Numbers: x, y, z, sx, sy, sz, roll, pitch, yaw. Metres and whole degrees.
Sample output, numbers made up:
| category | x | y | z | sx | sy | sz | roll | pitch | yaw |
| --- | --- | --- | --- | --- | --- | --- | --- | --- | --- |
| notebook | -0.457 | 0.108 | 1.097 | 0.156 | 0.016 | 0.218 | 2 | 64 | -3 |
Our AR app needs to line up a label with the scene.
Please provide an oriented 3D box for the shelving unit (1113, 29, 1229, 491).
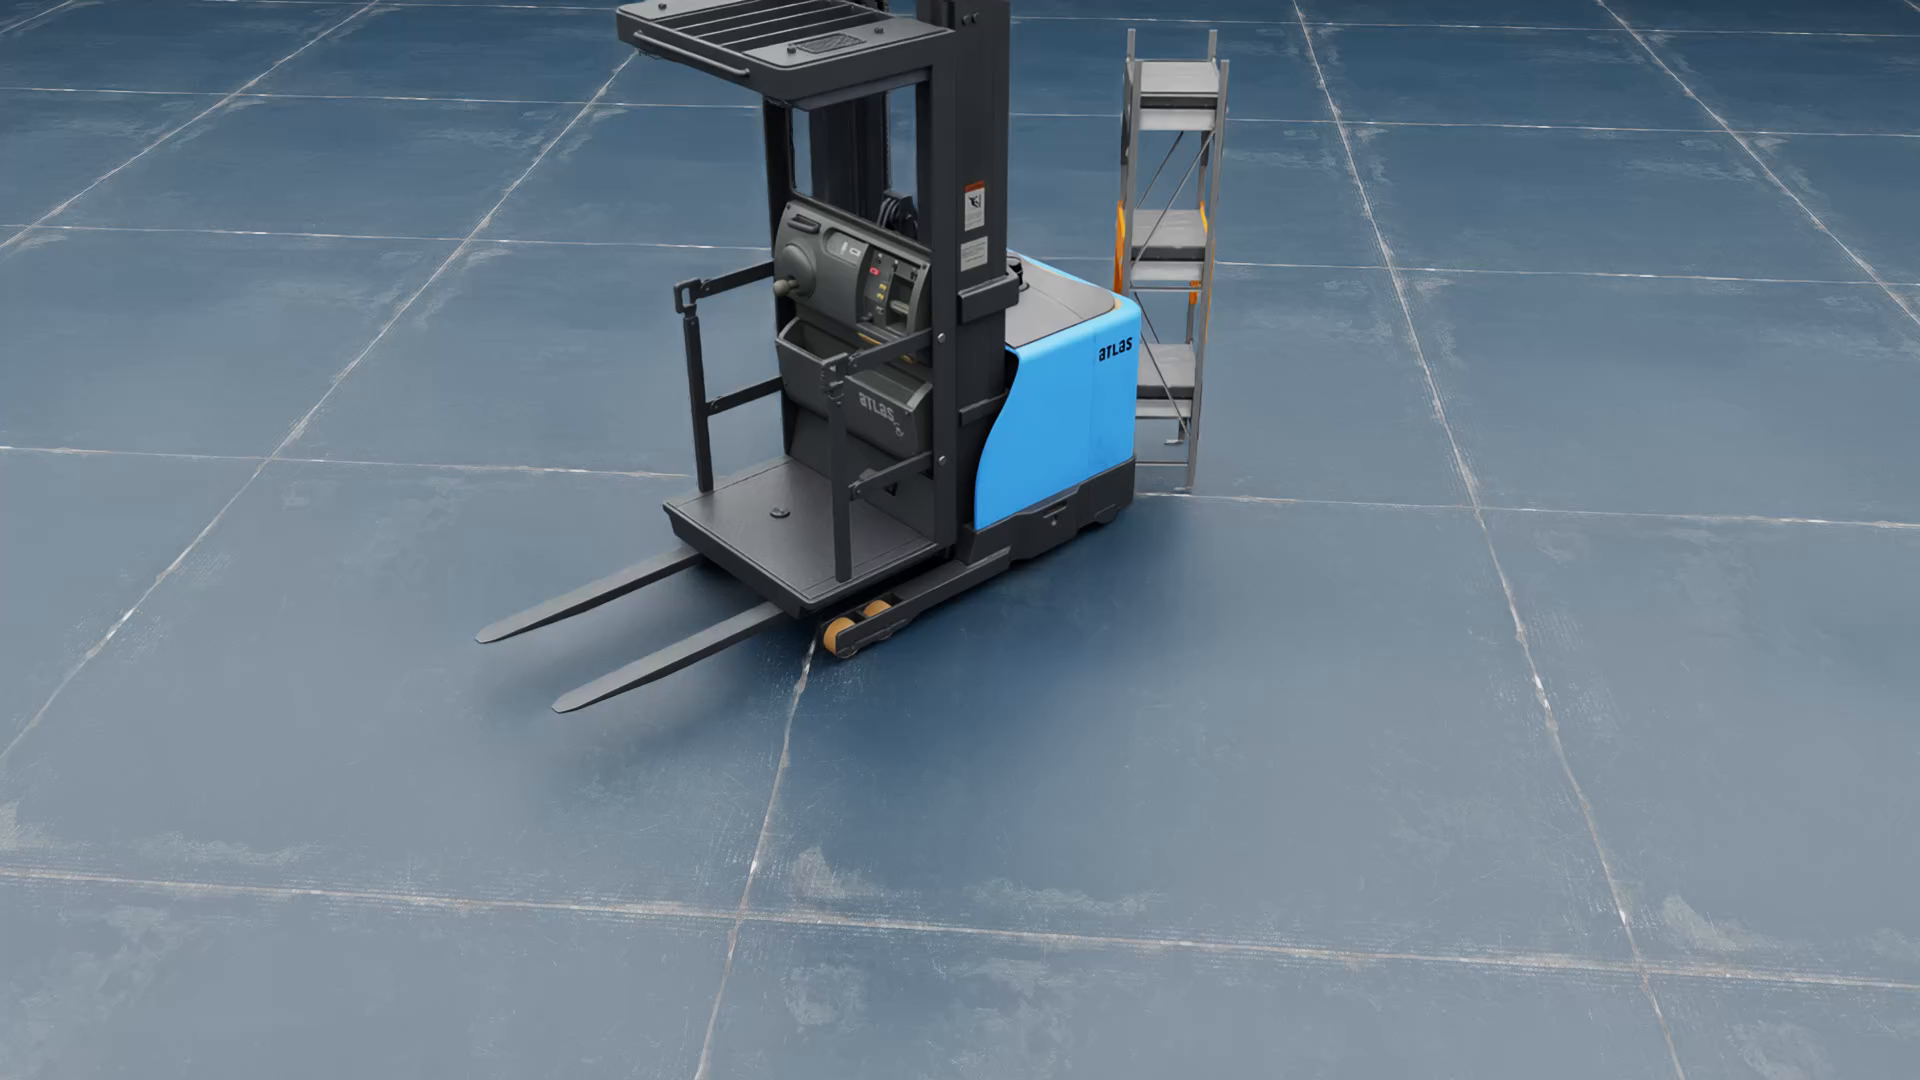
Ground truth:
| category | x | y | z | sx | sy | sz | roll | pitch | yaw |
| --- | --- | --- | --- | --- | --- | --- | --- | --- | --- |
| shelving unit | 0.948 | -1.270 | 7.810 | 0.431 | 2.100 | 0.503 | 1 | 32 | 1 |

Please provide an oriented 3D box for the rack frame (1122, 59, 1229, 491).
| category | x | y | z | sx | sy | sz | roll | pitch | yaw |
| --- | --- | --- | --- | --- | --- | --- | --- | --- | --- |
| rack frame | 0.940 | -1.142 | 7.602 | 0.400 | 2.100 | 0.015 | 1 | 32 | 1 |

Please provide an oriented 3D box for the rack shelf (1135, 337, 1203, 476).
| category | x | y | z | sx | sy | sz | roll | pitch | yaw |
| --- | --- | --- | --- | --- | --- | --- | --- | --- | --- |
| rack shelf | 0.948 | -0.663 | 8.184 | 0.431 | 0.518 | 0.480 | 1 | 32 | 1 |

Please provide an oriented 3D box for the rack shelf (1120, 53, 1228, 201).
| category | x | y | z | sx | sy | sz | roll | pitch | yaw |
| --- | --- | --- | --- | --- | --- | --- | --- | --- | --- |
| rack shelf | 0.948 | -1.855 | 7.450 | 0.431 | 0.518 | 0.480 | 1 | 32 | 1 |

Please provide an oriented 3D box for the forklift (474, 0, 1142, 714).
| category | x | y | z | sx | sy | sz | roll | pitch | yaw |
| --- | --- | --- | --- | --- | --- | --- | --- | --- | --- |
| forklift | -0.607 | -1.064 | 6.683 | 3.031 | 2.935 | 1.130 | -25 | 40 | -35 |

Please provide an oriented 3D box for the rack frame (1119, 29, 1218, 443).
| category | x | y | z | sx | sy | sz | roll | pitch | yaw |
| --- | --- | --- | --- | --- | --- | --- | --- | --- | --- |
| rack frame | 0.955 | -1.398 | 8.017 | 0.400 | 2.100 | 0.015 | 1 | 32 | 1 |

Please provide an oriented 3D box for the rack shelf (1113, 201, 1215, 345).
| category | x | y | z | sx | sy | sz | roll | pitch | yaw |
| --- | --- | --- | --- | --- | --- | --- | --- | --- | --- |
| rack shelf | 0.948 | -1.259 | 7.817 | 0.431 | 0.518 | 0.480 | 1 | 32 | 1 |
